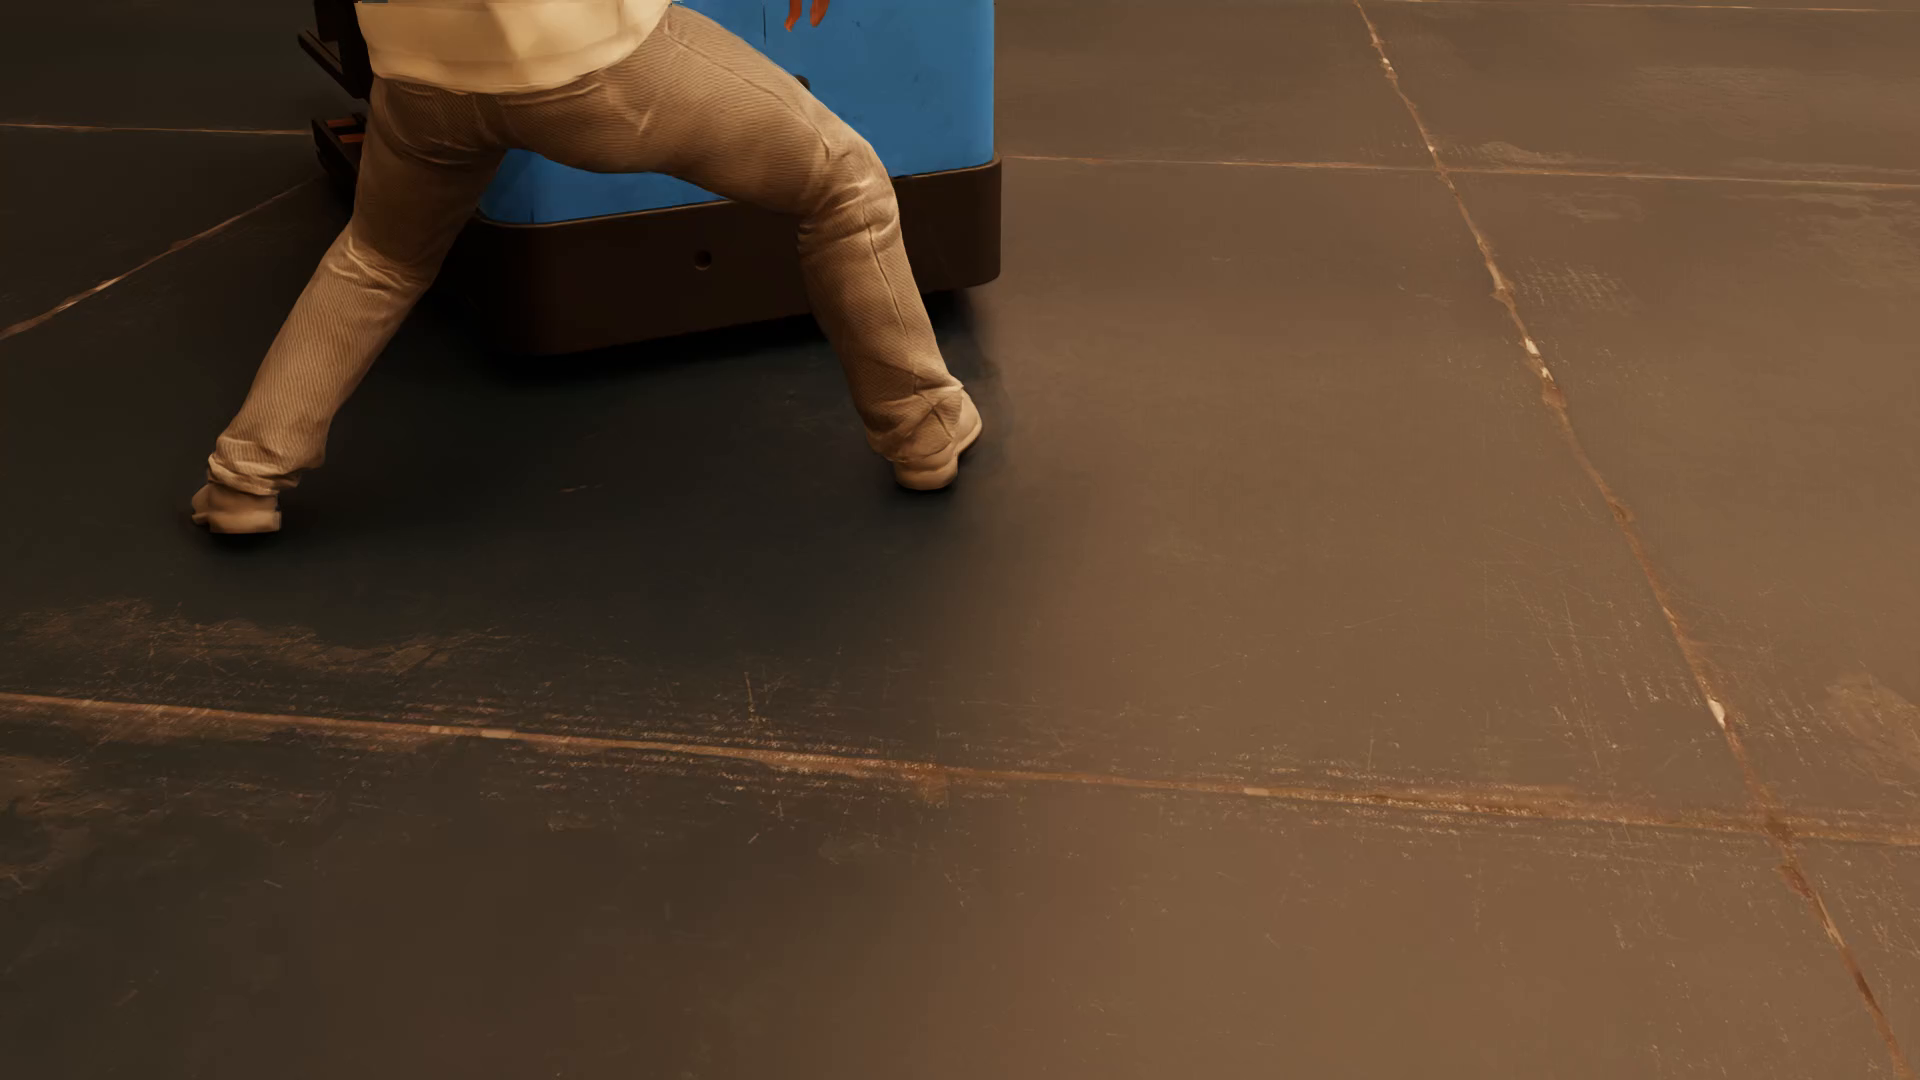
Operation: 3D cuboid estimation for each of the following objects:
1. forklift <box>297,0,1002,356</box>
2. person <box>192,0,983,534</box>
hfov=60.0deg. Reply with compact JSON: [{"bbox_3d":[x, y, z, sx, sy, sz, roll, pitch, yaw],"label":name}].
[{"bbox_3d":[-1.055,-2.268,3.763,1.130,2.935,3.031,-13,29,-25],"label":"forklift"},{"bbox_3d":[-0.586,-0.791,2.348,1.049,1.617,0.953,14,30,26],"label":"person"}]
